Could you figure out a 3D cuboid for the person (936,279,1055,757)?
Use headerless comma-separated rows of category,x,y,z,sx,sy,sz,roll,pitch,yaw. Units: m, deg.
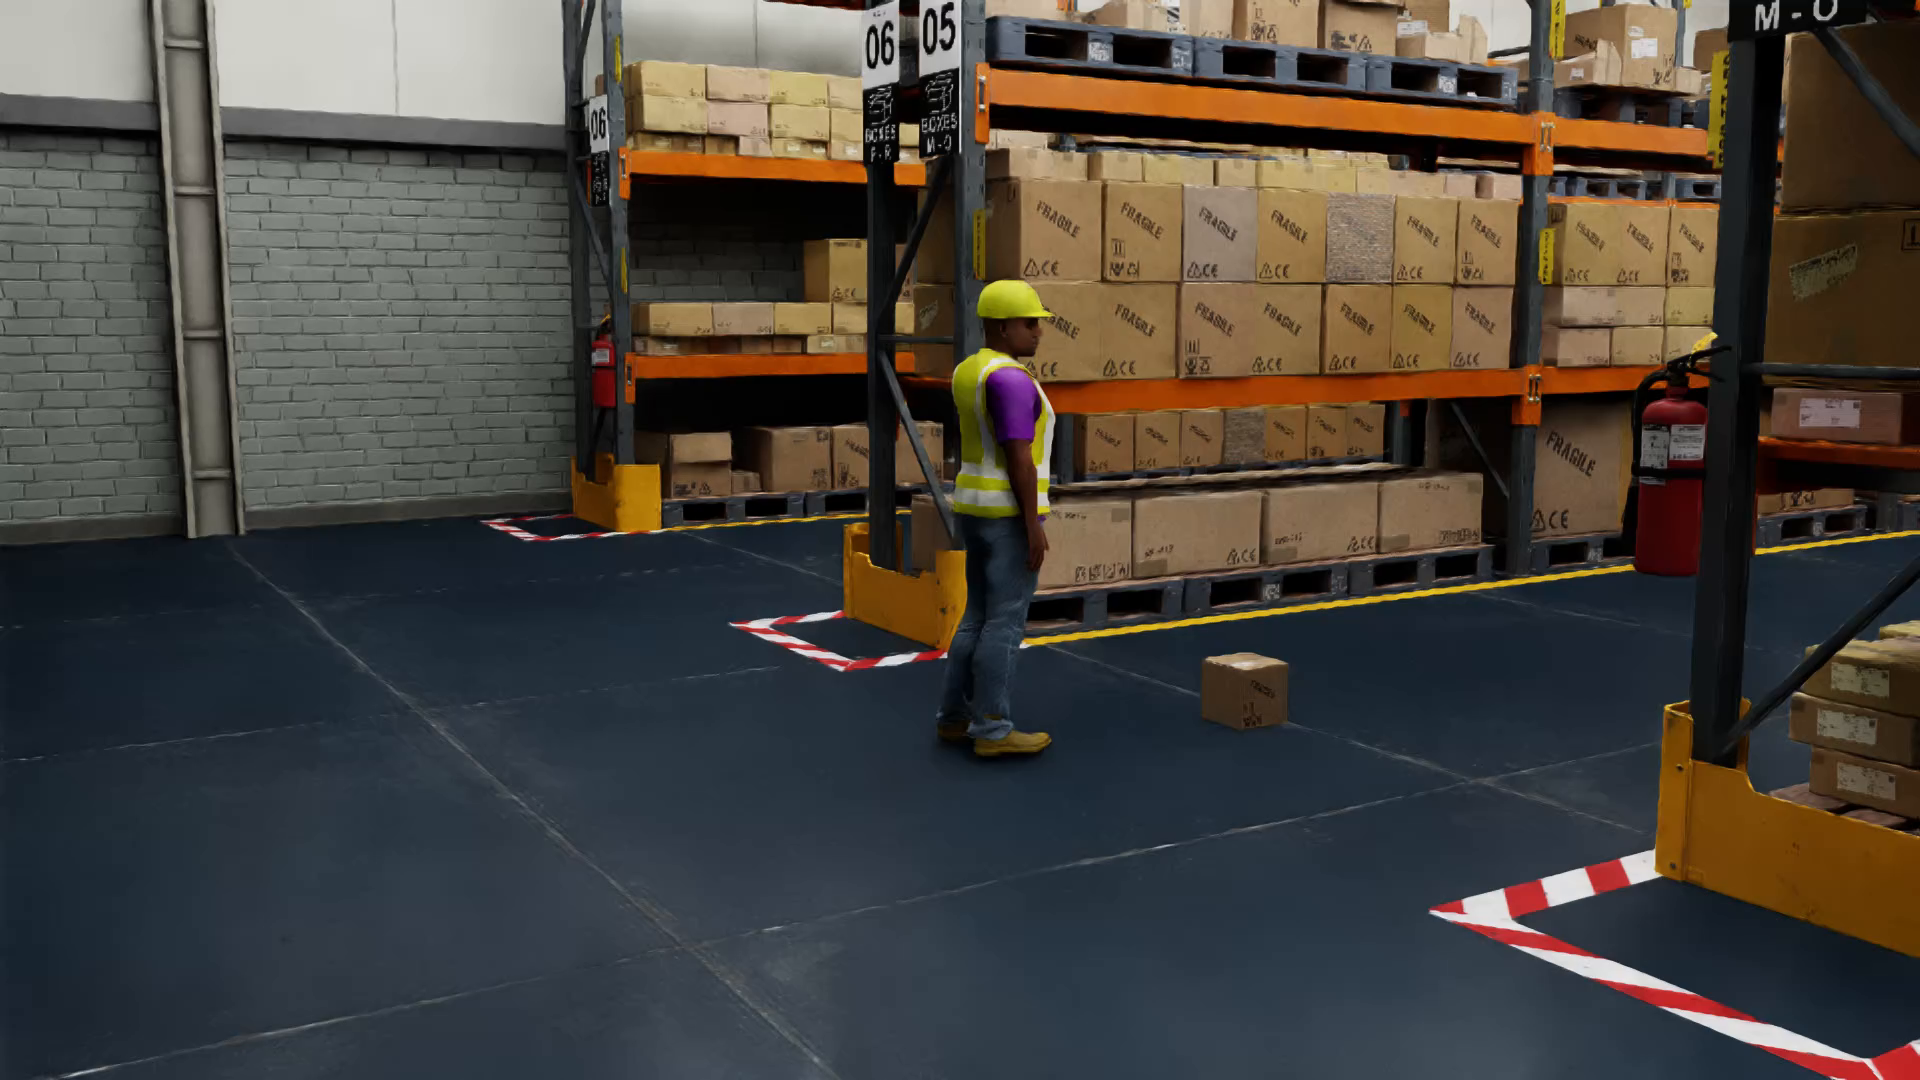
person,0.140,-0.087,6.246,0.392,1.762,0.609,-3,9,-23
